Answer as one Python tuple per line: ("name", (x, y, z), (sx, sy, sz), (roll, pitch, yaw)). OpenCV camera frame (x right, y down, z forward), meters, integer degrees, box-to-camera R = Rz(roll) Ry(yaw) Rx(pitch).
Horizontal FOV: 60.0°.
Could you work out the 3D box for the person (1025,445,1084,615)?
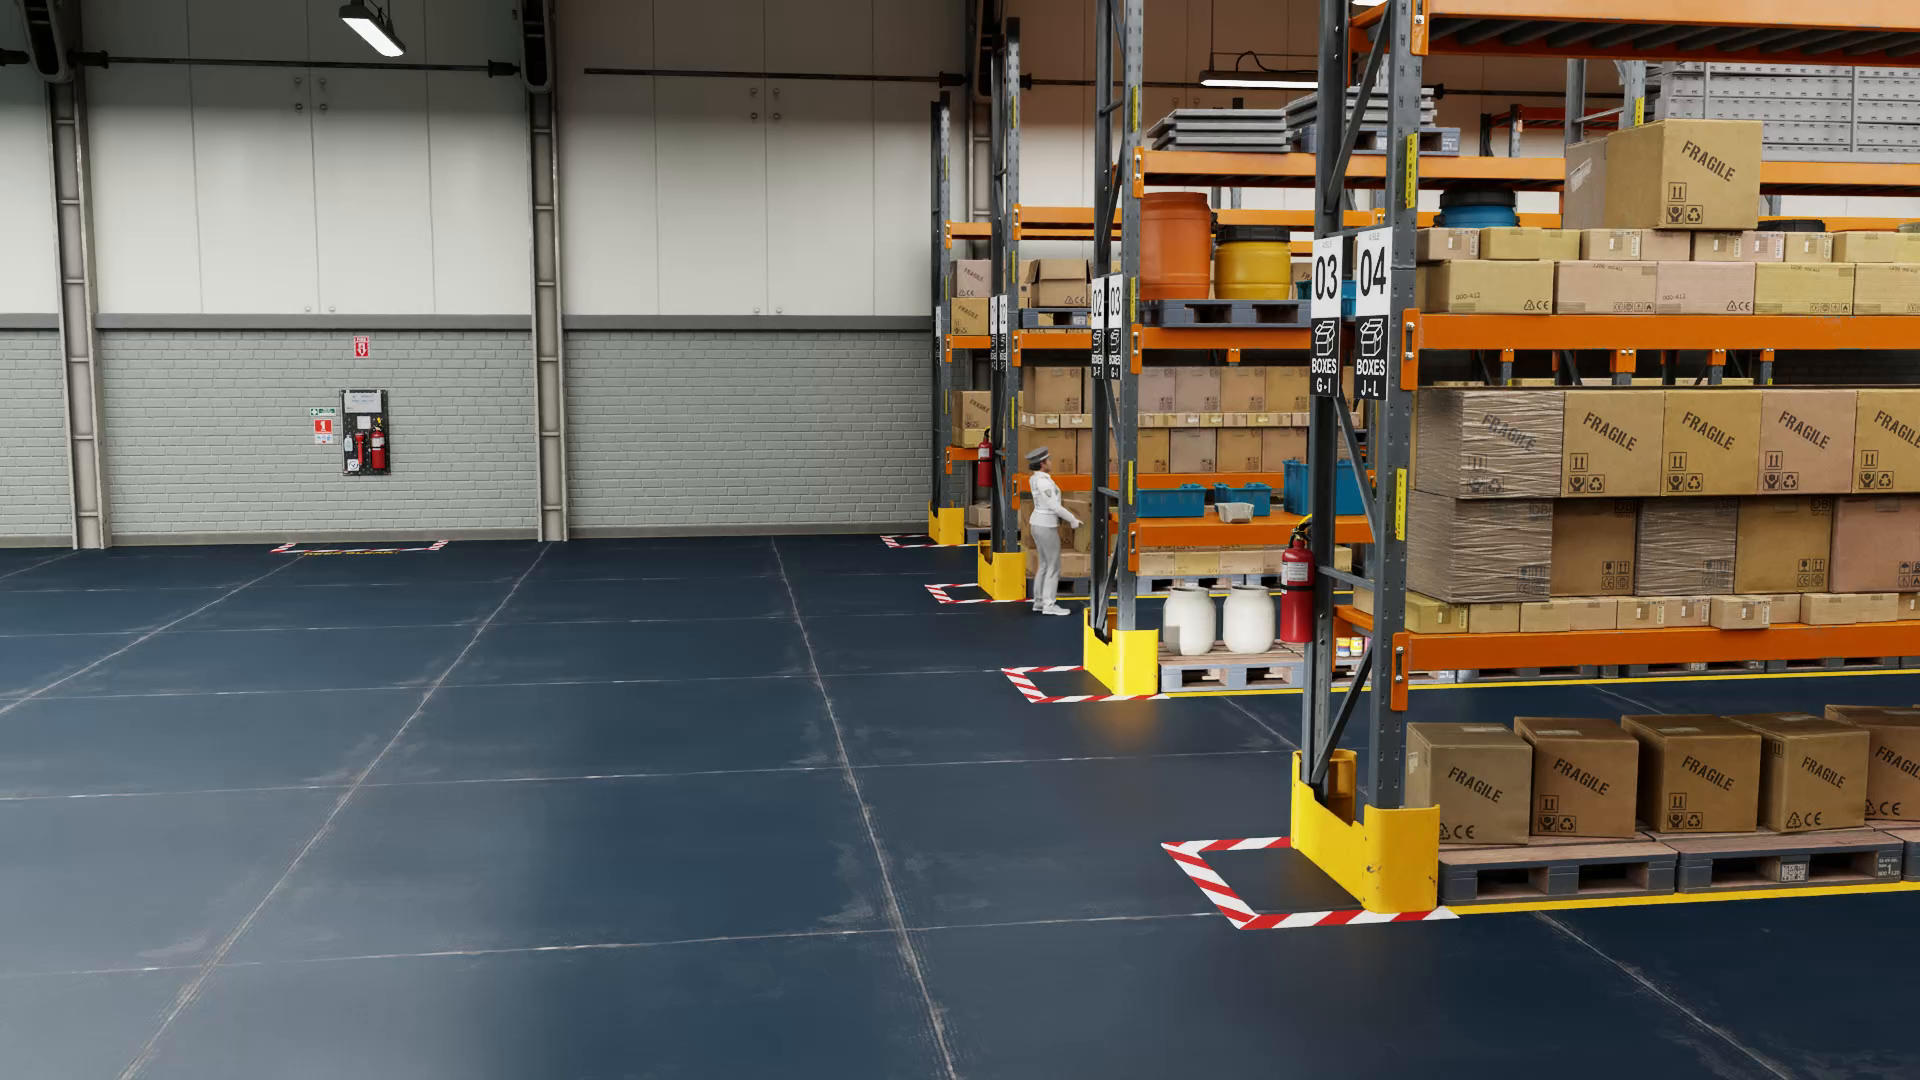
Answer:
("person", (0.928, -0.103, 16.626), (0.563, 1.686, 0.459), (-1, 7, -10))
